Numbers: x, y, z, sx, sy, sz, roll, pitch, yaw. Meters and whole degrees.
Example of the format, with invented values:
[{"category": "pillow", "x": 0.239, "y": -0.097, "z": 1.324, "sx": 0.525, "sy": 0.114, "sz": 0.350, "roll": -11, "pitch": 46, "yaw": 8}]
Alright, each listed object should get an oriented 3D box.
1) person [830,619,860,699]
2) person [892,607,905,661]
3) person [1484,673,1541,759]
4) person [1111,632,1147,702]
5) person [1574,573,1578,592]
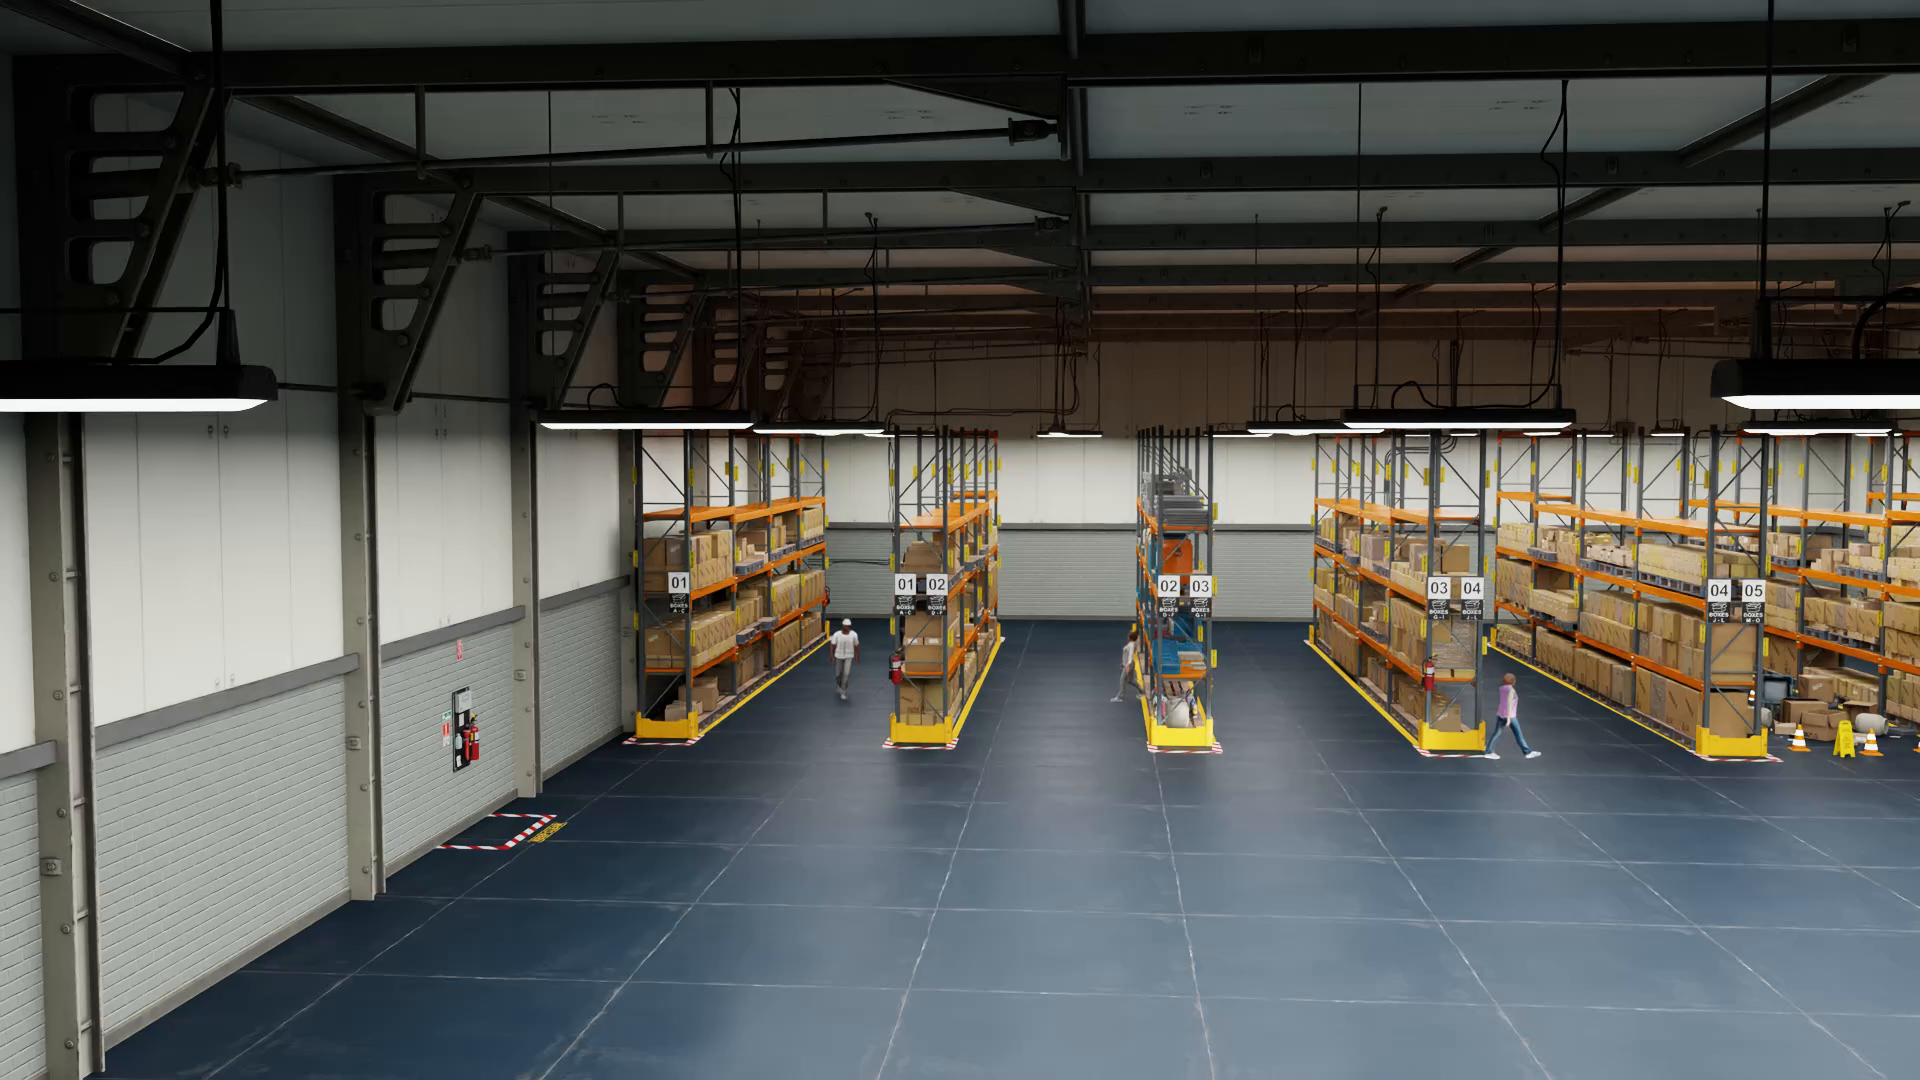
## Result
[{"category": "person", "x": -2.571, "y": 2.638, "z": 37.121, "sx": 0.665, "sy": 1.765, "sz": 0.774, "roll": 0, "pitch": 3, "yaw": -4}, {"category": "person", "x": -1.522, "y": 2.291, "z": 42.915, "sx": 0.570, "sy": 1.721, "sz": 0.502, "roll": 2, "pitch": 4, "yaw": 28}, {"category": "person", "x": 9.840, "y": 3.146, "z": 29.696, "sx": 0.963, "sy": 1.535, "sz": 0.493, "roll": -1, "pitch": 4, "yaw": -18}, {"category": "person", "x": 3.678, "y": 2.753, "z": 36.230, "sx": 0.801, "sy": 1.543, "sz": 0.520, "roll": 0, "pitch": 3, "yaw": -3}, {"category": "person", "x": 18.297, "y": 1.851, "z": 49.626, "sx": 0.881, "sy": 1.767, "sz": 0.563, "roll": -2, "pitch": 4, "yaw": -33}]
